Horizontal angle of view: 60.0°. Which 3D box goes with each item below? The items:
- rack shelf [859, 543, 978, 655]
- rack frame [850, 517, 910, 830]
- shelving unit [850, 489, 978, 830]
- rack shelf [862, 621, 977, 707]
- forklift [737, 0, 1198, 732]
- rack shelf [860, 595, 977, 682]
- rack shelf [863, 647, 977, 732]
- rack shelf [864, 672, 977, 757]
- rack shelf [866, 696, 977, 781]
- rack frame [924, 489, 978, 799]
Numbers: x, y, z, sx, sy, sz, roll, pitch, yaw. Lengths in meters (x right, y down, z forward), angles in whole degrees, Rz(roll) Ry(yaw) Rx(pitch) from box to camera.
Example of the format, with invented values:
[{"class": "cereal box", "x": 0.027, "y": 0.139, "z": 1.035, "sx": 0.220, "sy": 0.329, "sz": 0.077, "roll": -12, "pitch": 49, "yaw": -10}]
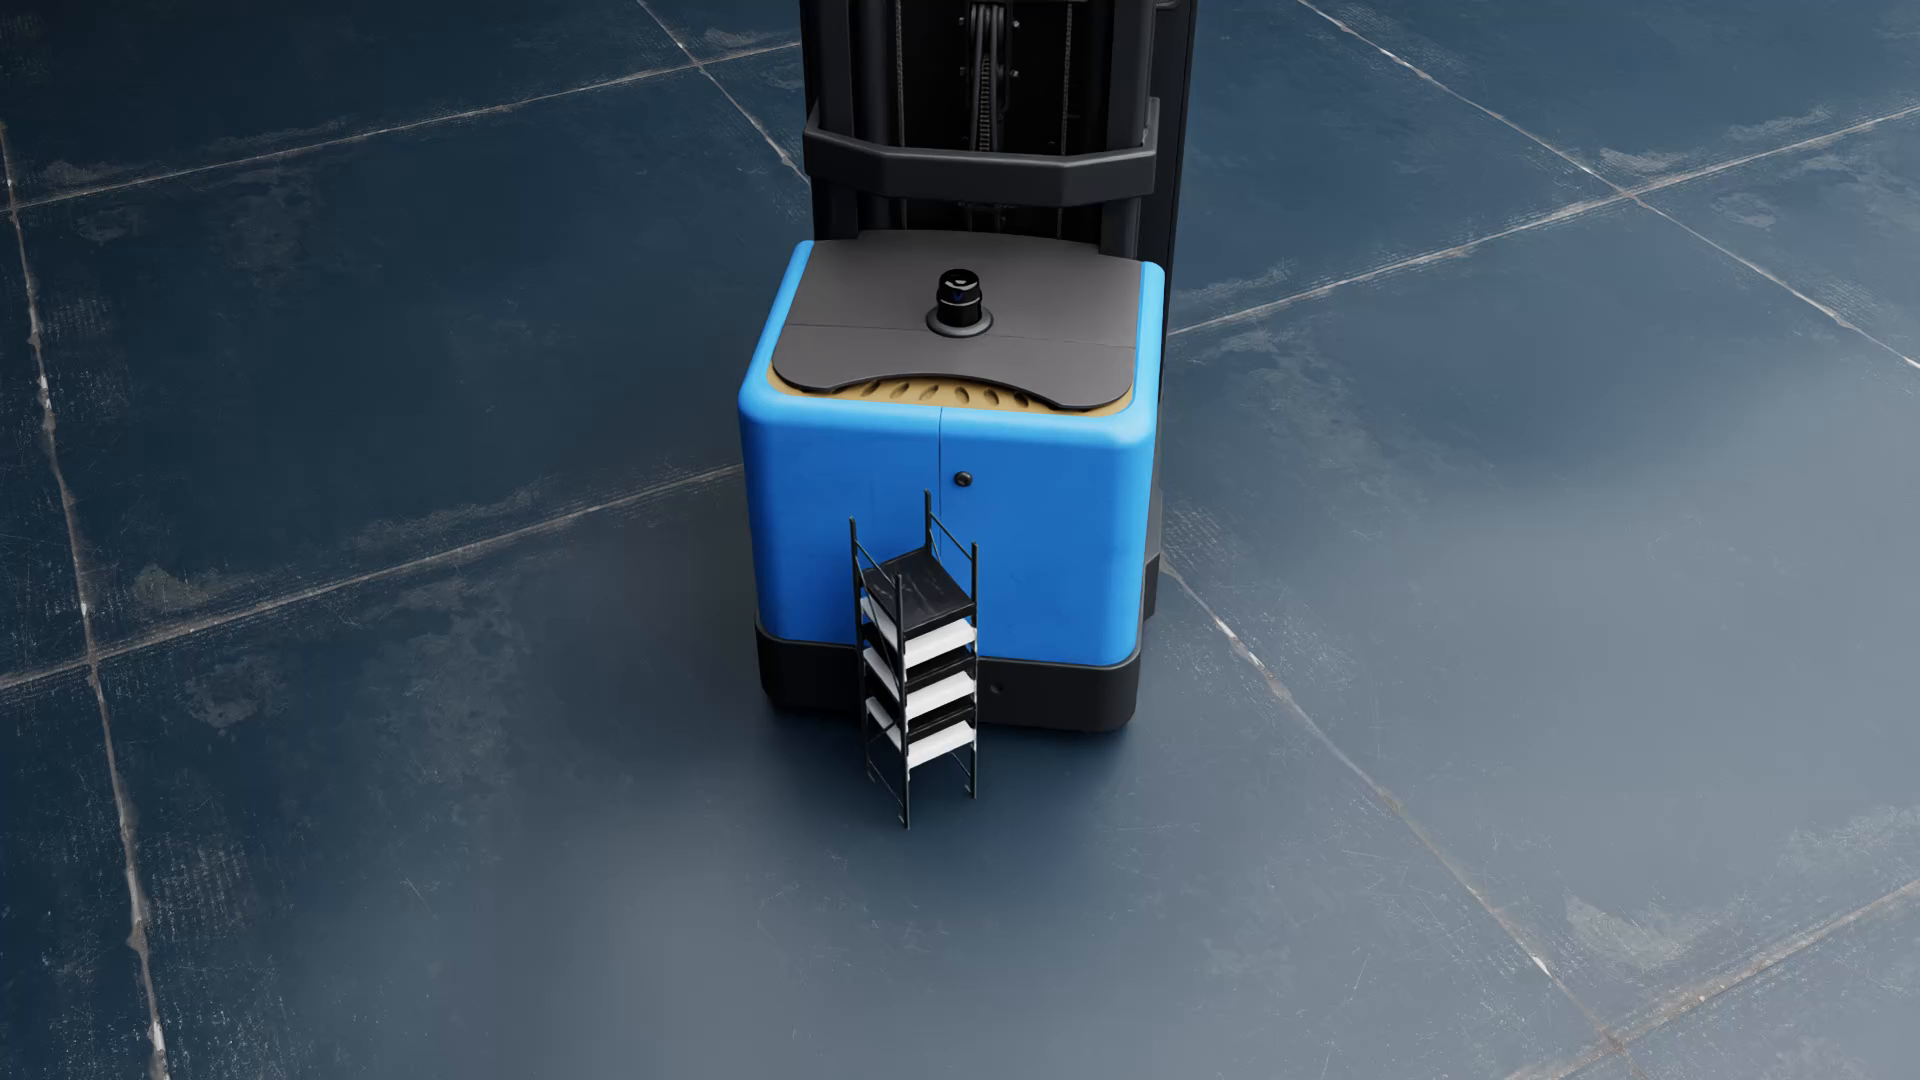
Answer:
[{"class": "rack shelf", "x": -0.109, "y": 0.140, "z": 4.017, "sx": 0.200, "sy": 0.077, "sz": 0.258, "roll": -21, "pitch": 45, "yaw": -23}, {"class": "rack frame", "x": -0.196, "y": 0.352, "z": 4.134, "sx": 0.006, "sy": 0.900, "sz": 0.240, "roll": -21, "pitch": 45, "yaw": -23}, {"class": "shelving unit", "x": -0.109, "y": 0.318, "z": 4.173, "sx": 0.210, "sy": 0.900, "sz": 0.258, "roll": -21, "pitch": 45, "yaw": -23}, {"class": "rack shelf", "x": -0.109, "y": 0.275, "z": 4.136, "sx": 0.200, "sy": 0.077, "sz": 0.258, "roll": -21, "pitch": 45, "yaw": -23}, {"class": "forklift", "x": 0.134, "y": -1.545, "z": 4.807, "sx": 1.130, "sy": 2.935, "sz": 3.031, "roll": 5, "pitch": 40, "yaw": 5}, {"class": "rack shelf", "x": -0.109, "y": 0.208, "z": 4.077, "sx": 0.200, "sy": 0.077, "sz": 0.258, "roll": -21, "pitch": 45, "yaw": -23}, {"class": "rack shelf", "x": -0.109, "y": 0.343, "z": 4.195, "sx": 0.200, "sy": 0.077, "sz": 0.258, "roll": -21, "pitch": 45, "yaw": -23}, {"class": "rack shelf", "x": -0.108, "y": 0.411, "z": 4.255, "sx": 0.200, "sy": 0.077, "sz": 0.258, "roll": -21, "pitch": 45, "yaw": -23}, {"class": "rack shelf", "x": -0.108, "y": 0.478, "z": 4.314, "sx": 0.200, "sy": 0.077, "sz": 0.258, "roll": -21, "pitch": 45, "yaw": -23}, {"class": "rack frame", "x": -0.021, "y": 0.284, "z": 4.212, "sx": 0.006, "sy": 0.900, "sz": 0.240, "roll": -21, "pitch": 45, "yaw": -23}]
